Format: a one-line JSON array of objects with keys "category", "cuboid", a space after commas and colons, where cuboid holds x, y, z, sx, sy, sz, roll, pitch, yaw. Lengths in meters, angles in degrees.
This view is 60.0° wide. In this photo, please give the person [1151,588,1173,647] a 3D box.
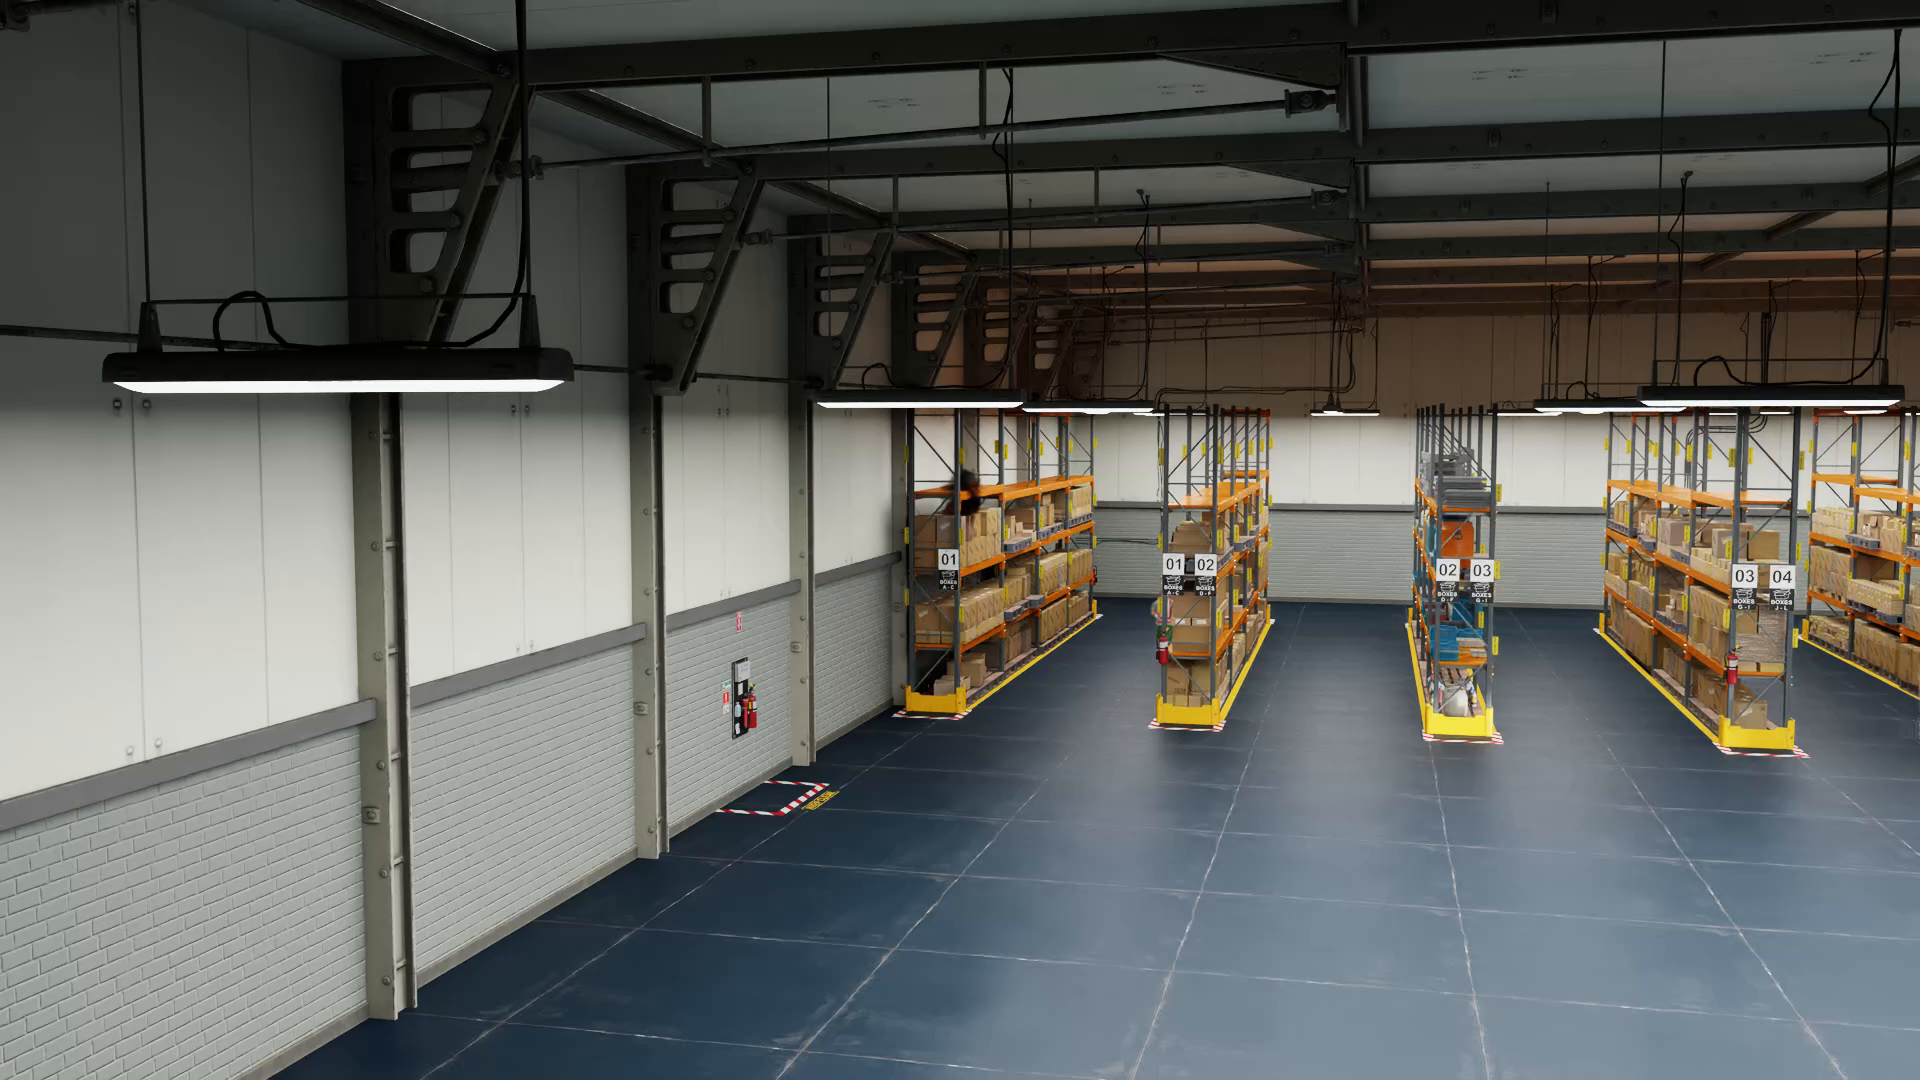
[{"category": "person", "cuboid": [4.763, 2.009, 38.814, 0.608, 1.833, 0.855, 1, 4, 15]}]

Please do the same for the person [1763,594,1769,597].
[{"category": "person", "cuboid": [20.280, 1.866, 41.585, 0.559, 1.664, 0.560, 1, 4, 14]}]
